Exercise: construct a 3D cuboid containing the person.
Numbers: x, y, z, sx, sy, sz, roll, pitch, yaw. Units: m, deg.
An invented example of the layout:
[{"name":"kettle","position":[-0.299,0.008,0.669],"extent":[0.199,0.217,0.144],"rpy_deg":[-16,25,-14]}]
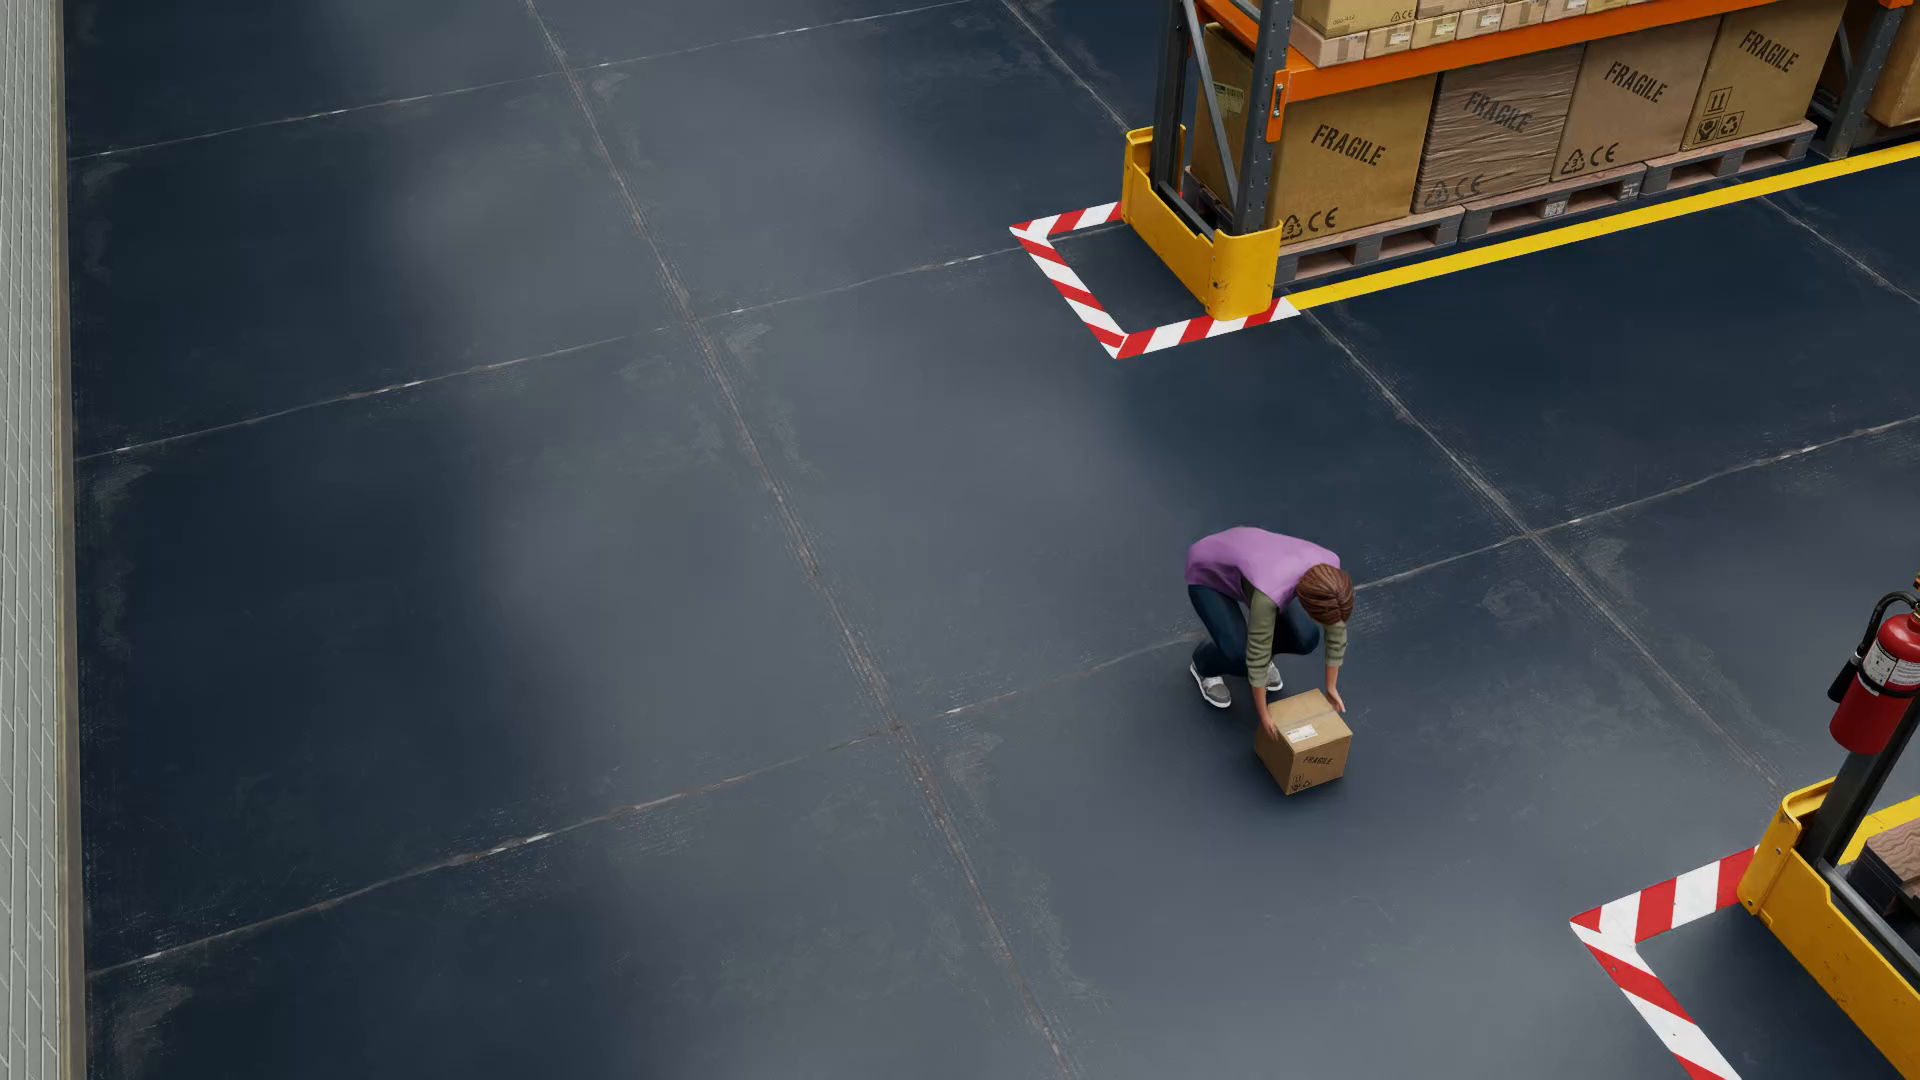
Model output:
[{"name":"person","position":[1.171,0.286,6.369],"extent":[0.449,0.906,0.792],"rpy_deg":[-16,45,-17]}]
